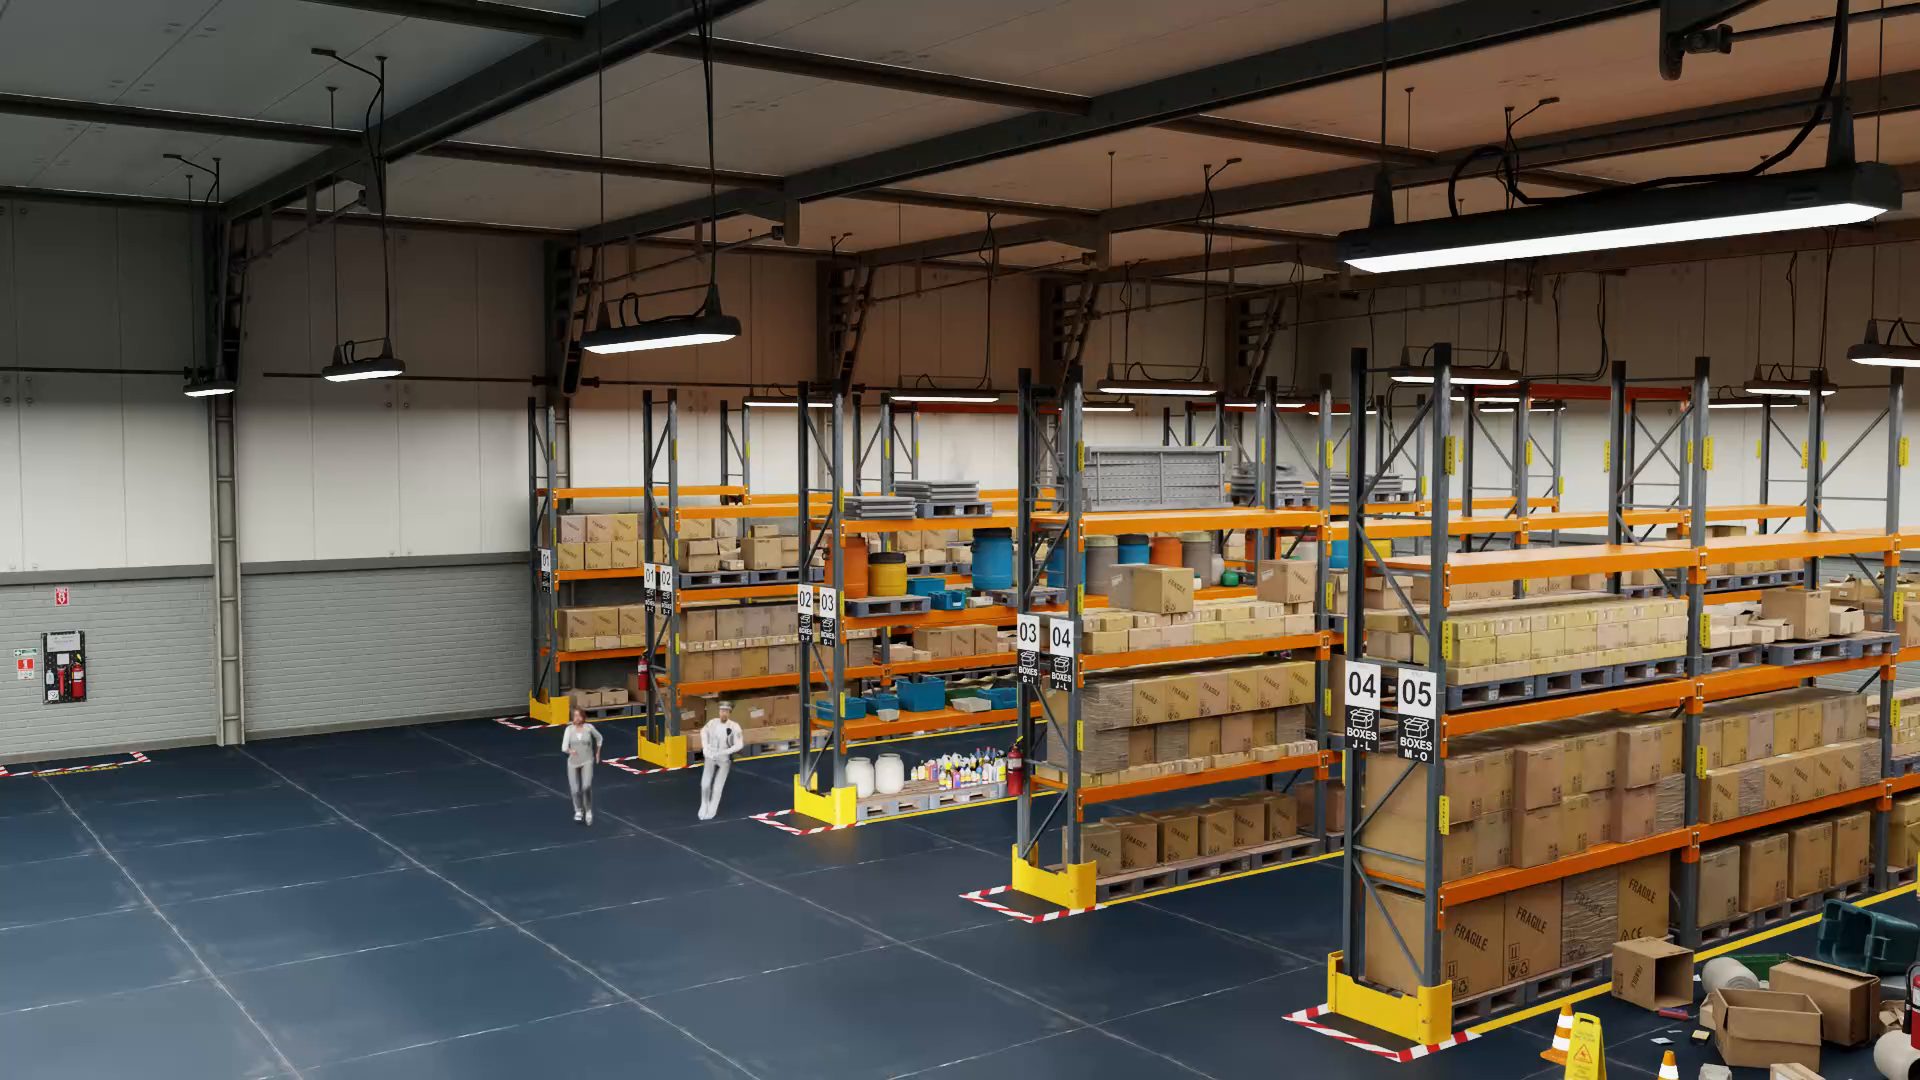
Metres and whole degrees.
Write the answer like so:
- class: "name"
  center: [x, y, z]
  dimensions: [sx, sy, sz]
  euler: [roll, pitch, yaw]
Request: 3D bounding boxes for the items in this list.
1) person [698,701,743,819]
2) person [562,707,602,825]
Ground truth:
- class: "person"
  center: [-3.262, 2.996, 22.629]
  dimensions: [0.645, 1.650, 0.556]
  euler: [0, 3, 1]
- class: "person"
  center: [-5.087, 3.037, 22.350]
  dimensions: [0.506, 1.576, 0.698]
  euler: [0, 3, -5]
